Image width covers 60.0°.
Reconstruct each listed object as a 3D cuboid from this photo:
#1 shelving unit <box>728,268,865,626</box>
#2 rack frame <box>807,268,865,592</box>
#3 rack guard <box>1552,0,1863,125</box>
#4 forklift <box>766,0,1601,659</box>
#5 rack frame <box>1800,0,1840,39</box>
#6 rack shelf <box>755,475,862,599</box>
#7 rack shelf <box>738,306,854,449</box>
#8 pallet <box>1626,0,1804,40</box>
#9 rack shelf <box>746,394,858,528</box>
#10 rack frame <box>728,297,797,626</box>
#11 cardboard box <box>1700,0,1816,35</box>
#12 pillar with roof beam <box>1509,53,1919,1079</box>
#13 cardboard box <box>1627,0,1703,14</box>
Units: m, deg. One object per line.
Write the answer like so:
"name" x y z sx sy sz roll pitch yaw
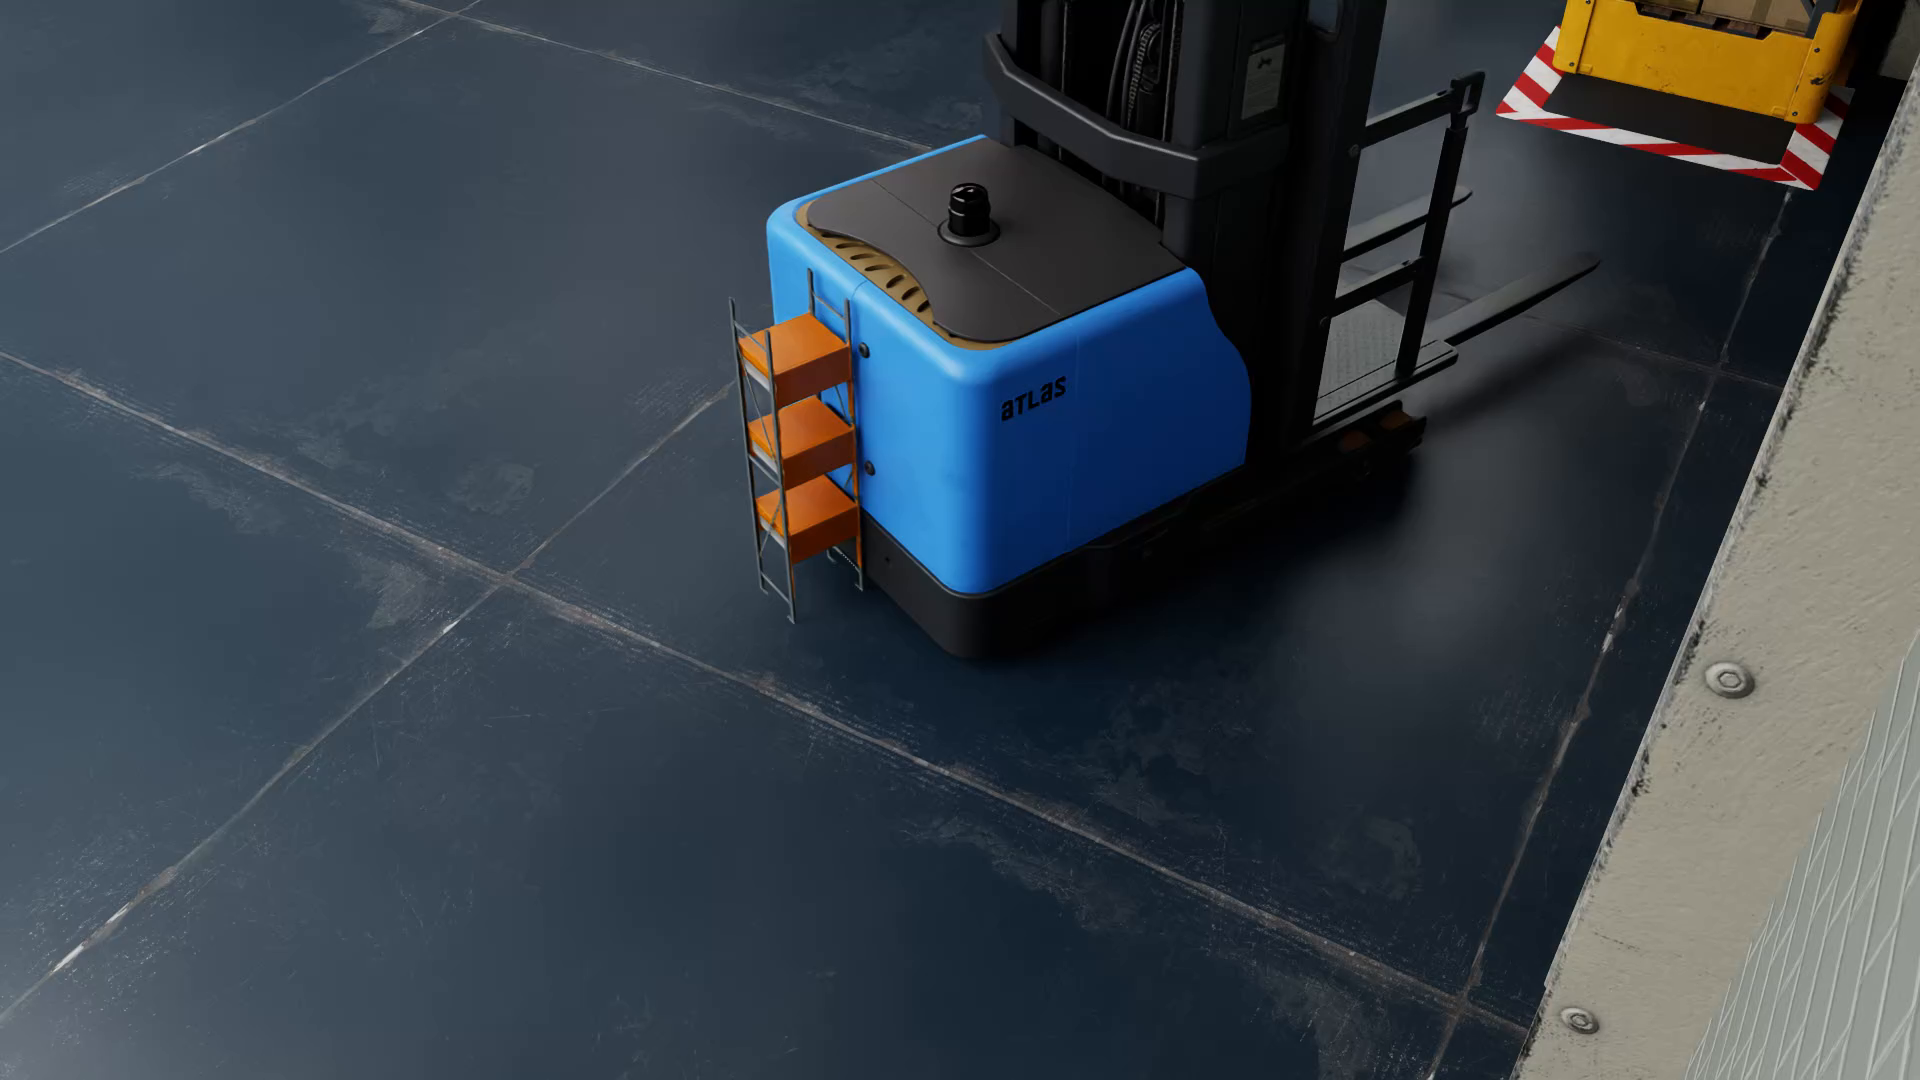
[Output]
"shelving unit" -0.451 -0.241 4.729 0.252 1.050 0.215 -26 47 -26
"rack frame" -0.352 -0.289 4.783 0.008 1.050 0.200 -26 47 -26
"rack guard" 3.336 -2.294 7.477 1.175 0.500 0.348 21 45 22
"forklift" 0.926 -1.547 4.789 3.031 2.935 1.130 -26 47 -26
"rack frame" 3.348 -3.246 6.666 1.000 3.000 0.127 21 45 22
"rack shelf" -0.451 -0.025 4.920 0.240 0.259 0.215 -26 47 -26
"rack shelf" -0.451 -0.446 4.549 0.240 0.259 0.215 -26 47 -26
"pallet" 3.694 -2.651 8.101 1.003 0.211 1.213 21 45 22
"rack shelf" -0.451 -0.233 4.736 0.240 0.259 0.215 -26 47 -26
"rack frame" -0.549 -0.194 4.675 0.008 1.050 0.200 -26 47 -26
"cardboard box" 3.763 -2.588 7.682 0.500 0.250 0.500 21 46 22
"pillar with roof beam" -2.253 -3.588 2.516 9.100 9.000 0.400 21 45 22
"cardboard box" 3.310 -2.745 7.860 0.500 0.250 0.500 21 46 22
